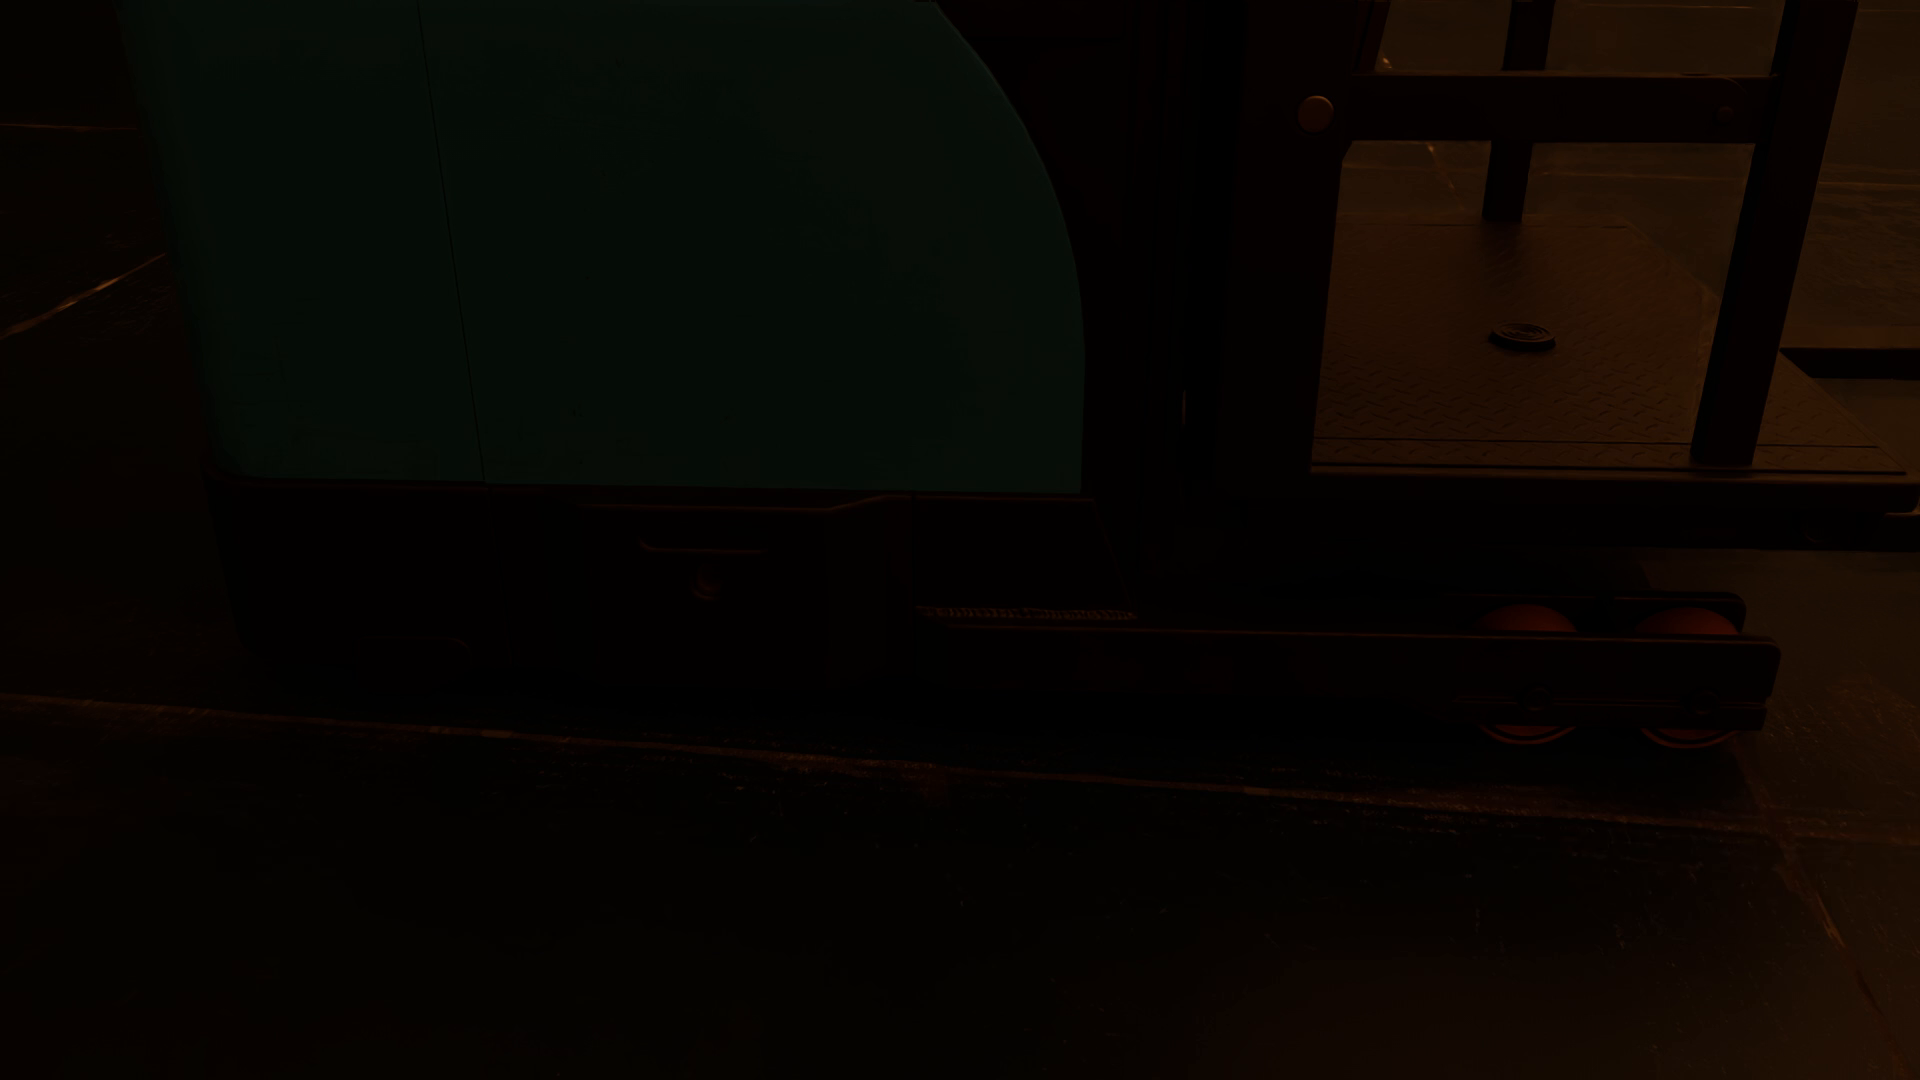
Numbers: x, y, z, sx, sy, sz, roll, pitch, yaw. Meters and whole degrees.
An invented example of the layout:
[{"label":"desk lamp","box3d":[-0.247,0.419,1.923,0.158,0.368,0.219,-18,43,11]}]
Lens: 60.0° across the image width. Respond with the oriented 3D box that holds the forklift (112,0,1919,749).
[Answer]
[{"label":"forklift","box3d":[0.612,-1.304,1.831,3.031,2.935,1.130,1,27,2]}]
